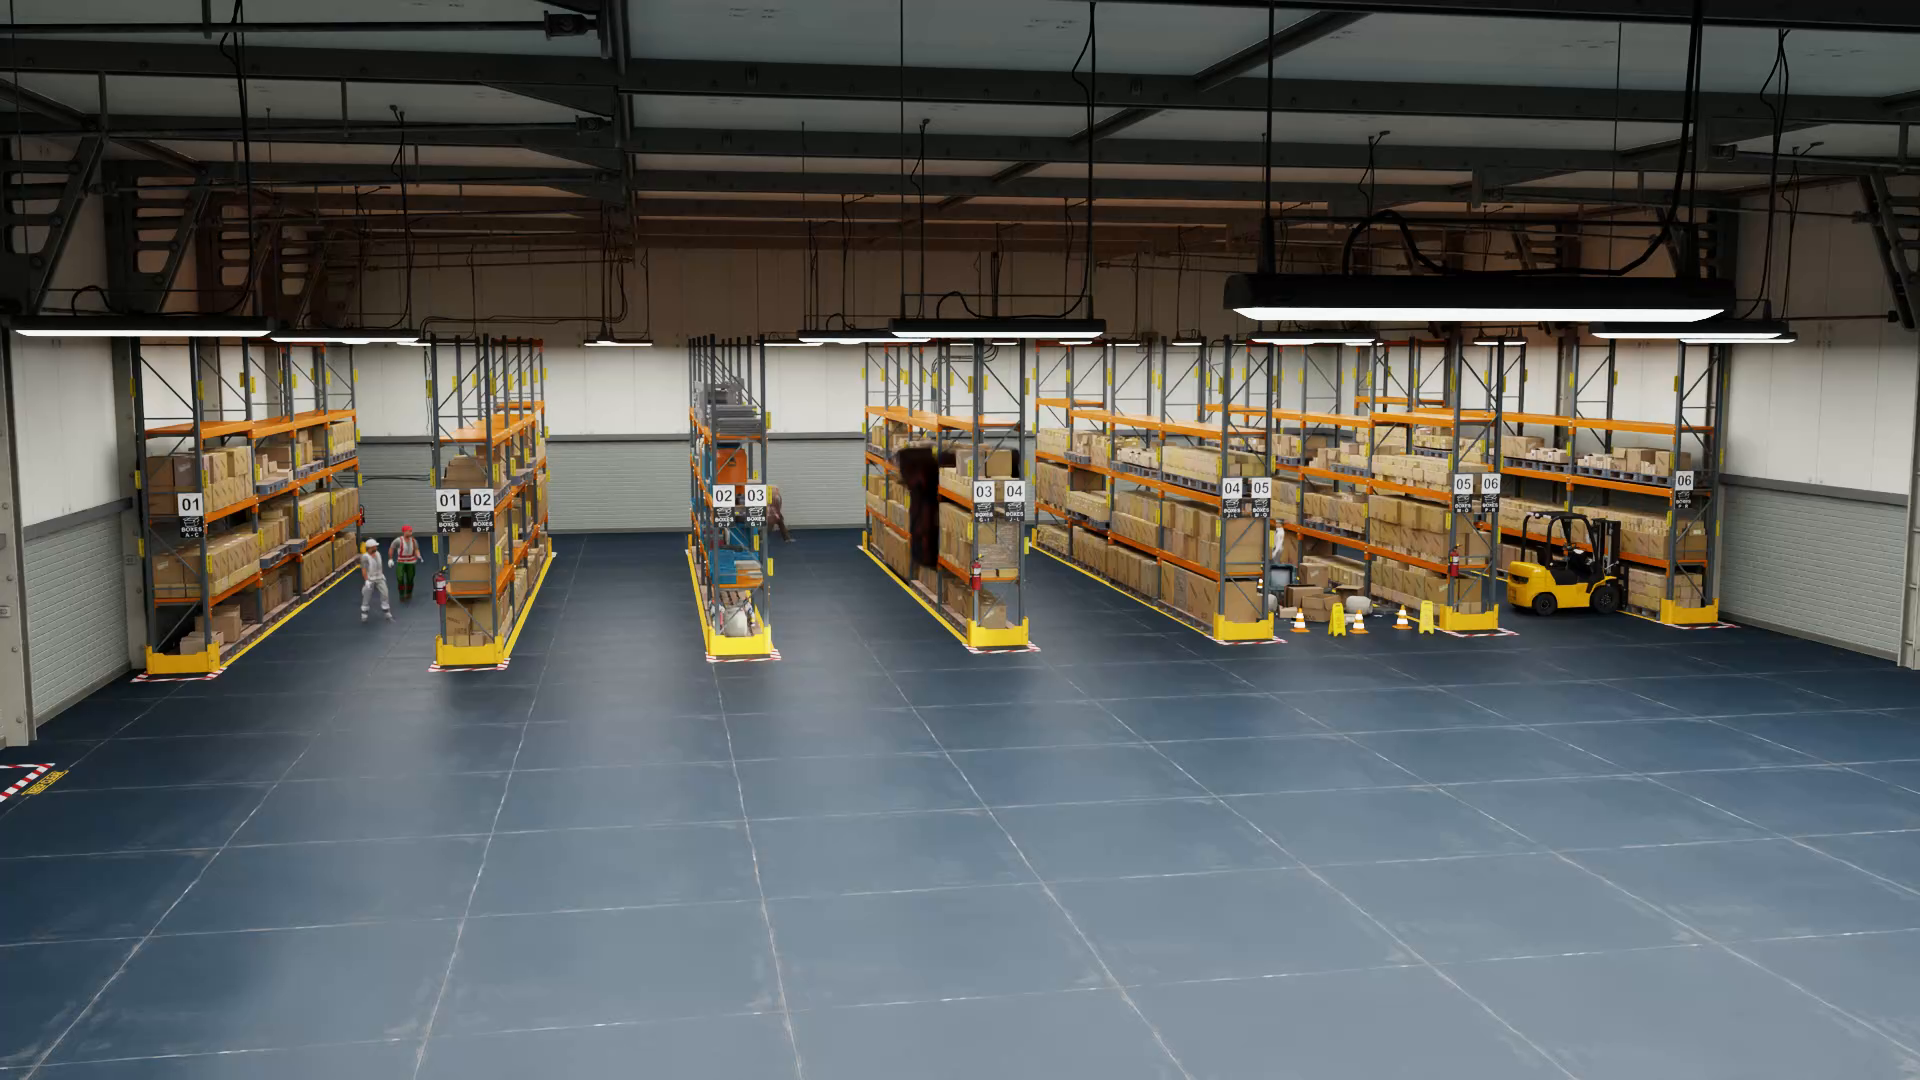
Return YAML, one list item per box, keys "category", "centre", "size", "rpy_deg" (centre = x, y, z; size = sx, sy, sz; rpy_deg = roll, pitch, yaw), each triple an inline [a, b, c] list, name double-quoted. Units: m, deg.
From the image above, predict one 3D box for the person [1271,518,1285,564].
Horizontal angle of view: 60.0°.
- category: "person"
  centre: [7.635, 0.309, 40.175]
  size: [0.421, 1.721, 0.533]
  rpy_deg: [2, 7, 16]

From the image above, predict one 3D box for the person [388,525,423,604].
- category: "person"
  centre: [-12.627, 0.553, 37.920]
  size: [0.779, 1.808, 0.877]
  rpy_deg: [-1, 7, -11]

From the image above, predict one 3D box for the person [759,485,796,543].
- category: "person"
  centre: [-5.380, -0.749, 48.924]
  size: [1.121, 1.713, 0.685]
  rpy_deg: [0, 7, -4]

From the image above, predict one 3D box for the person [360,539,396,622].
- category: "person"
  centre: [-12.280, 0.883, 34.929]
  size: [0.616, 1.833, 0.673]
  rpy_deg: [6, 9, 41]
